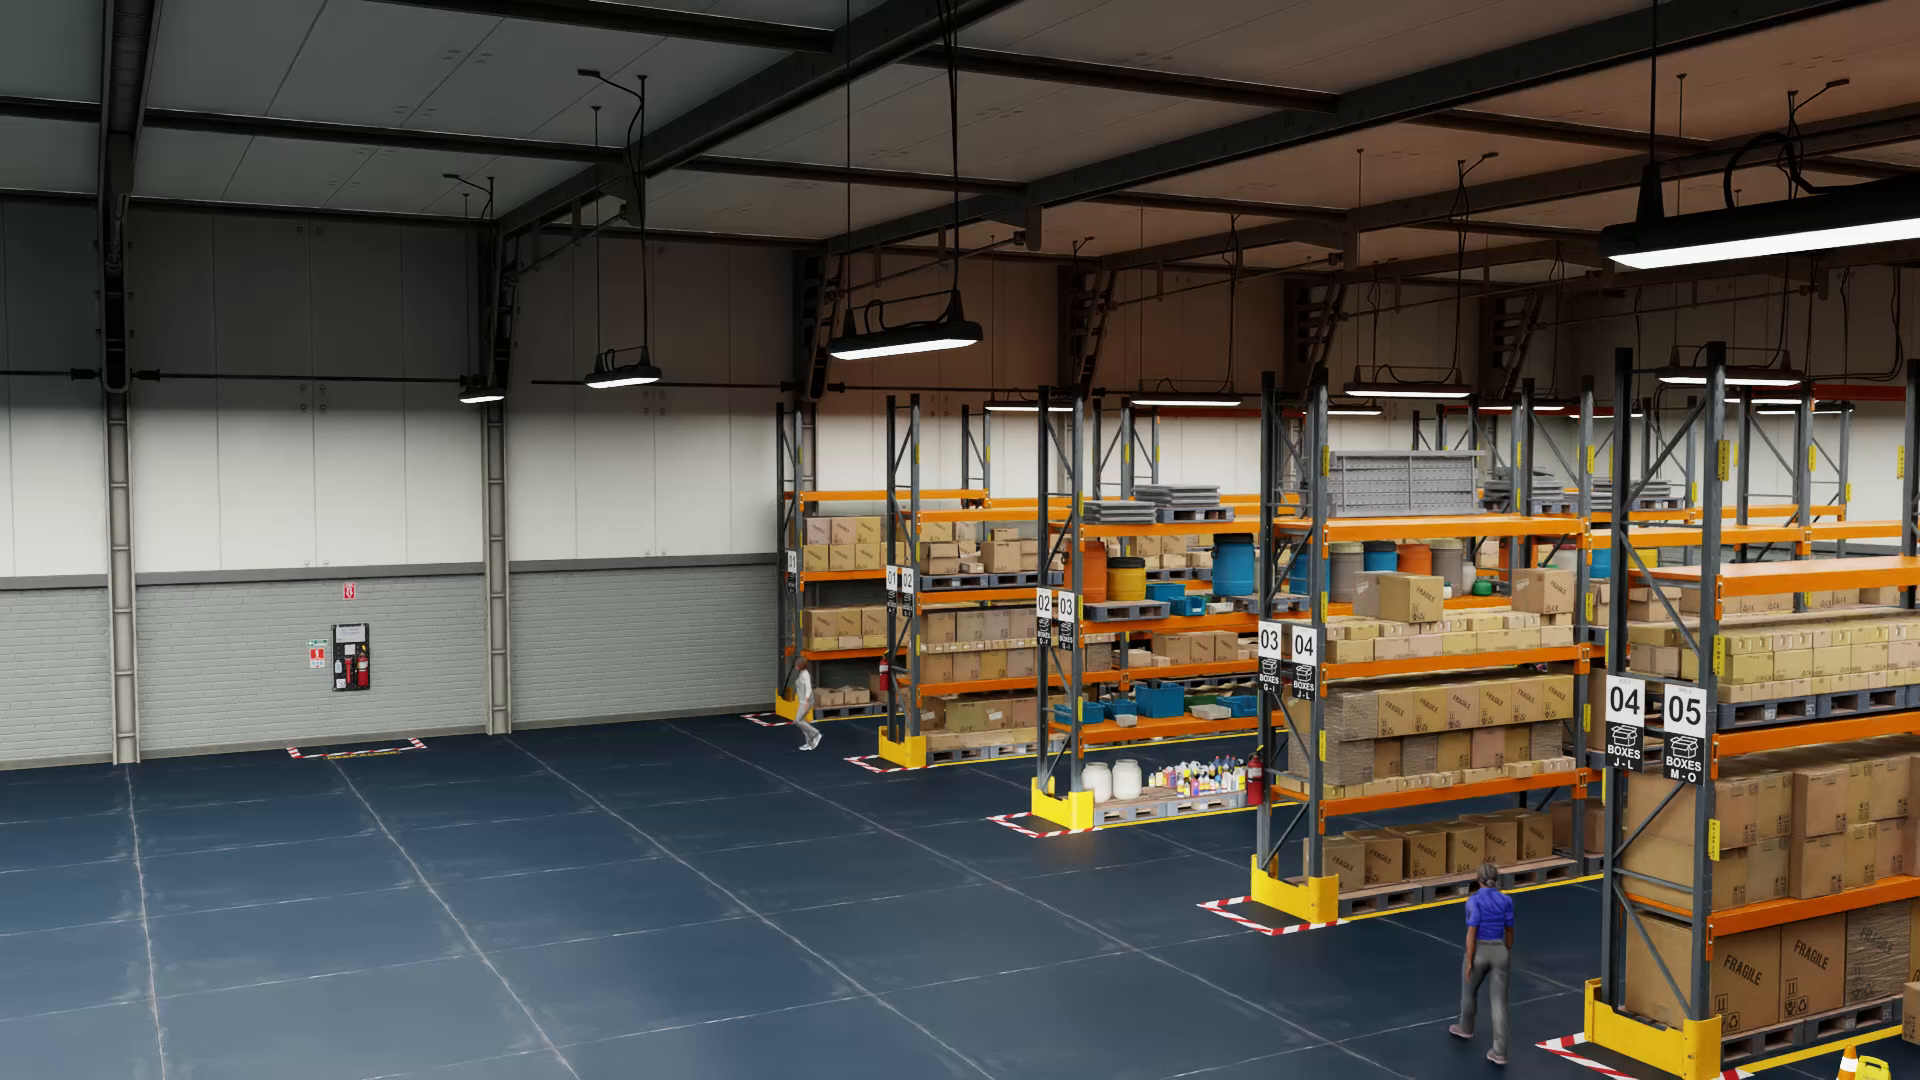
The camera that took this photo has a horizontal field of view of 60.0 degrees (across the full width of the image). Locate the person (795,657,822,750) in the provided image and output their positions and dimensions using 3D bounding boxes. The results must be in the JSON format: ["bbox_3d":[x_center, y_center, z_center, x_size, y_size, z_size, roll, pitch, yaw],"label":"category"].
[{"bbox_3d":[-2.587,2.790,28.292,0.455,1.566,0.498,0,3,-6],"label":"person"}]

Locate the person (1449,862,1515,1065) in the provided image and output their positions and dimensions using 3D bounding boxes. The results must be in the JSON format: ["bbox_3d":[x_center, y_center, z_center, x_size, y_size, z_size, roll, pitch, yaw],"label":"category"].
[{"bbox_3d":[4.486,3.537,14.144,0.461,1.598,0.928,0,3,2],"label":"person"}]
